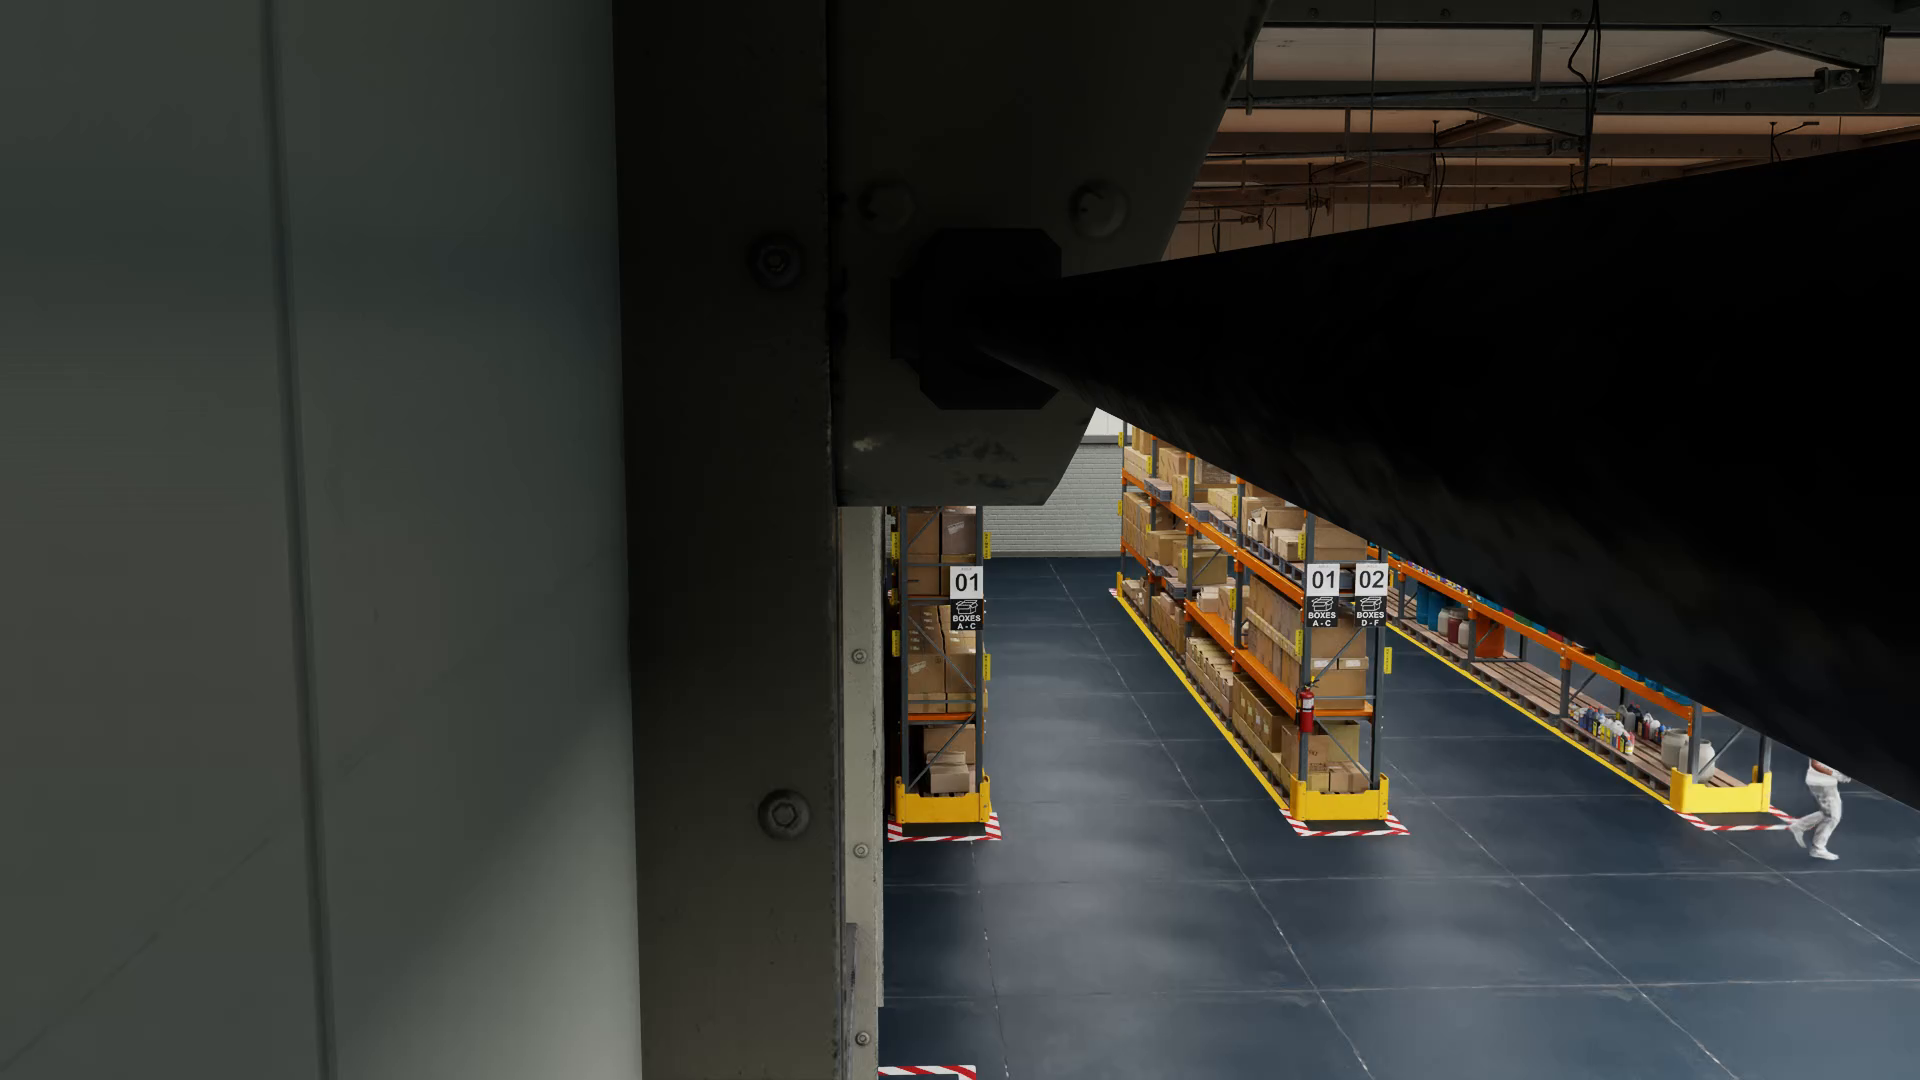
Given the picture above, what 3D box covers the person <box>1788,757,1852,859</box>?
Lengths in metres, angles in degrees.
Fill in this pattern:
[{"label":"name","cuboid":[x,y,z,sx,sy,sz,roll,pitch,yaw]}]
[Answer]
[{"label":"person","cuboid":[9.943,2.806,19.207,0.620,1.753,0.723,4,9,29]}]
